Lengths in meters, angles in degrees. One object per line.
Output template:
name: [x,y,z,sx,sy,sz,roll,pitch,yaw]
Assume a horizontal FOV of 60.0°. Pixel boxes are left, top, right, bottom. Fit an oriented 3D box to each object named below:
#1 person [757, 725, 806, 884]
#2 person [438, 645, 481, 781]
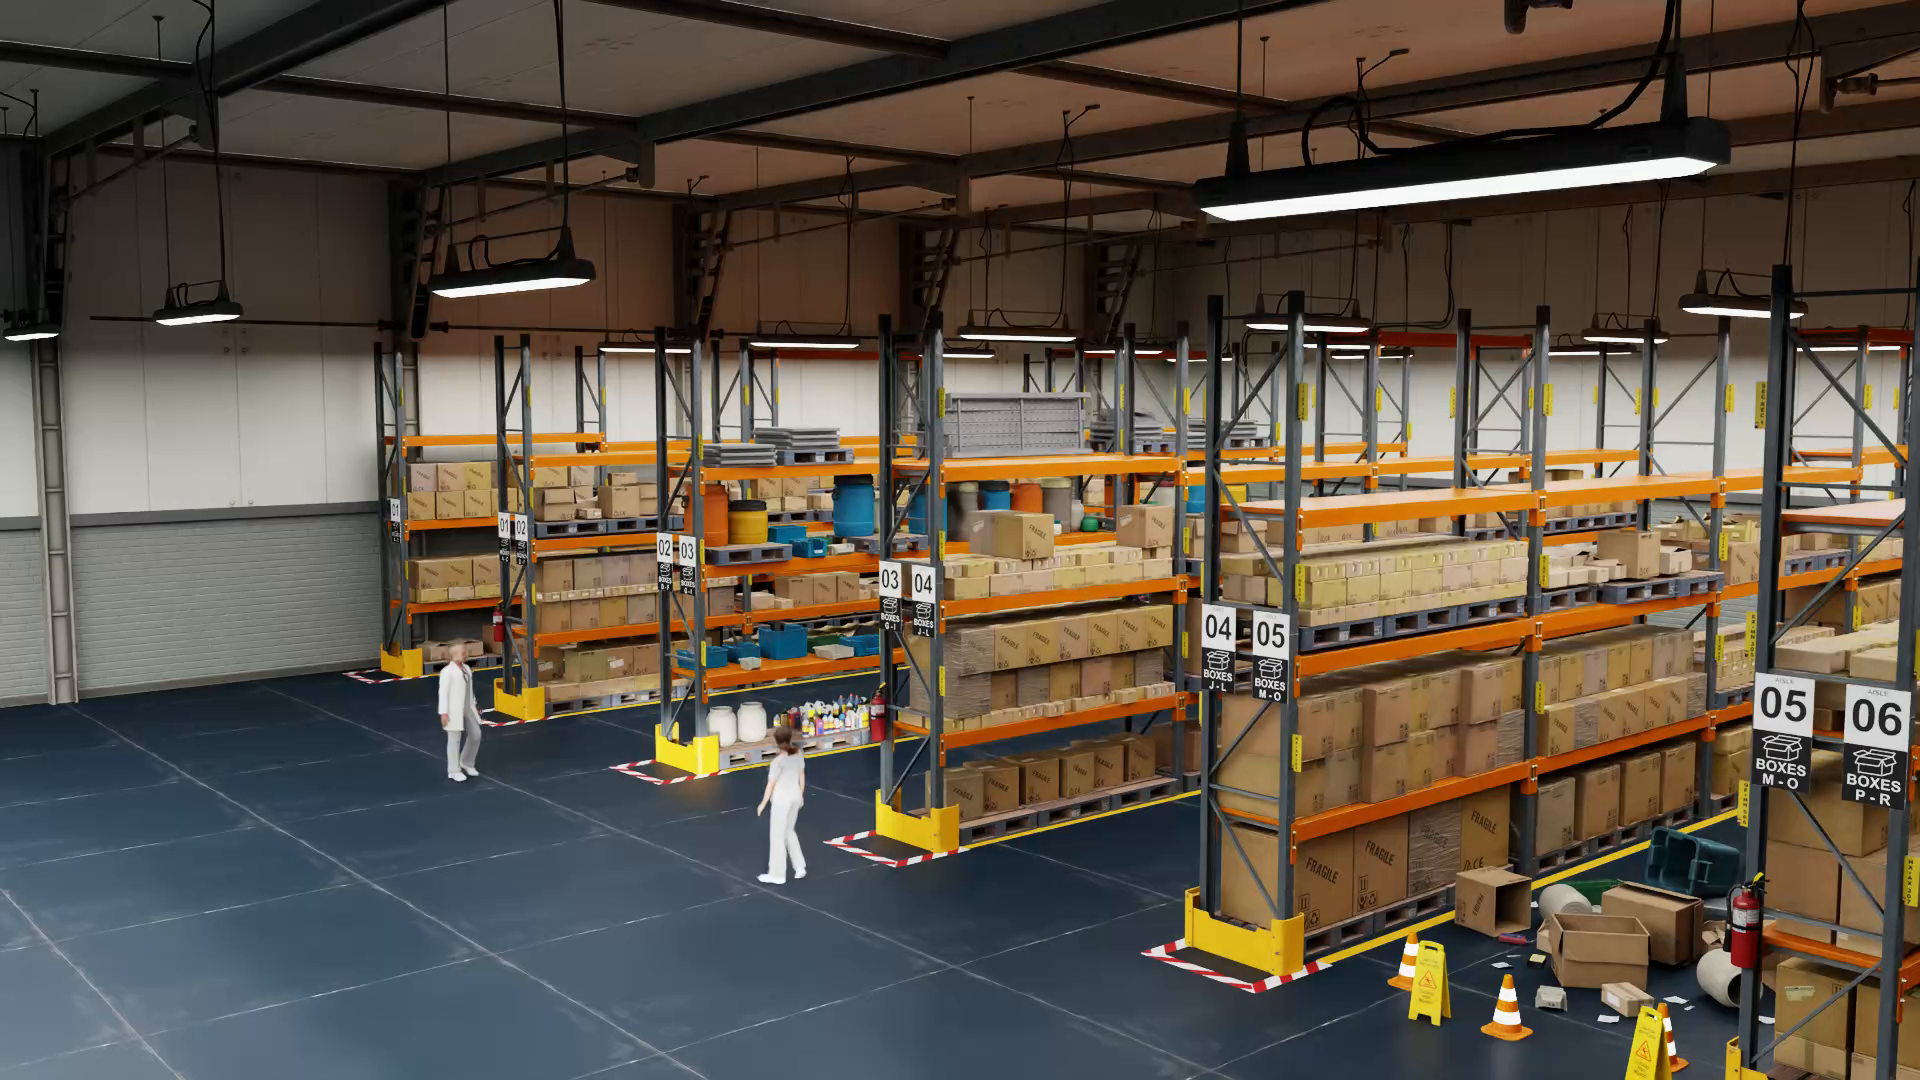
person: [-1.848,2.763,17.389,0.479,1.701,0.553,3,6,29]
person: [-6.649,2.294,22.057,0.452,1.817,0.687,3,6,27]
